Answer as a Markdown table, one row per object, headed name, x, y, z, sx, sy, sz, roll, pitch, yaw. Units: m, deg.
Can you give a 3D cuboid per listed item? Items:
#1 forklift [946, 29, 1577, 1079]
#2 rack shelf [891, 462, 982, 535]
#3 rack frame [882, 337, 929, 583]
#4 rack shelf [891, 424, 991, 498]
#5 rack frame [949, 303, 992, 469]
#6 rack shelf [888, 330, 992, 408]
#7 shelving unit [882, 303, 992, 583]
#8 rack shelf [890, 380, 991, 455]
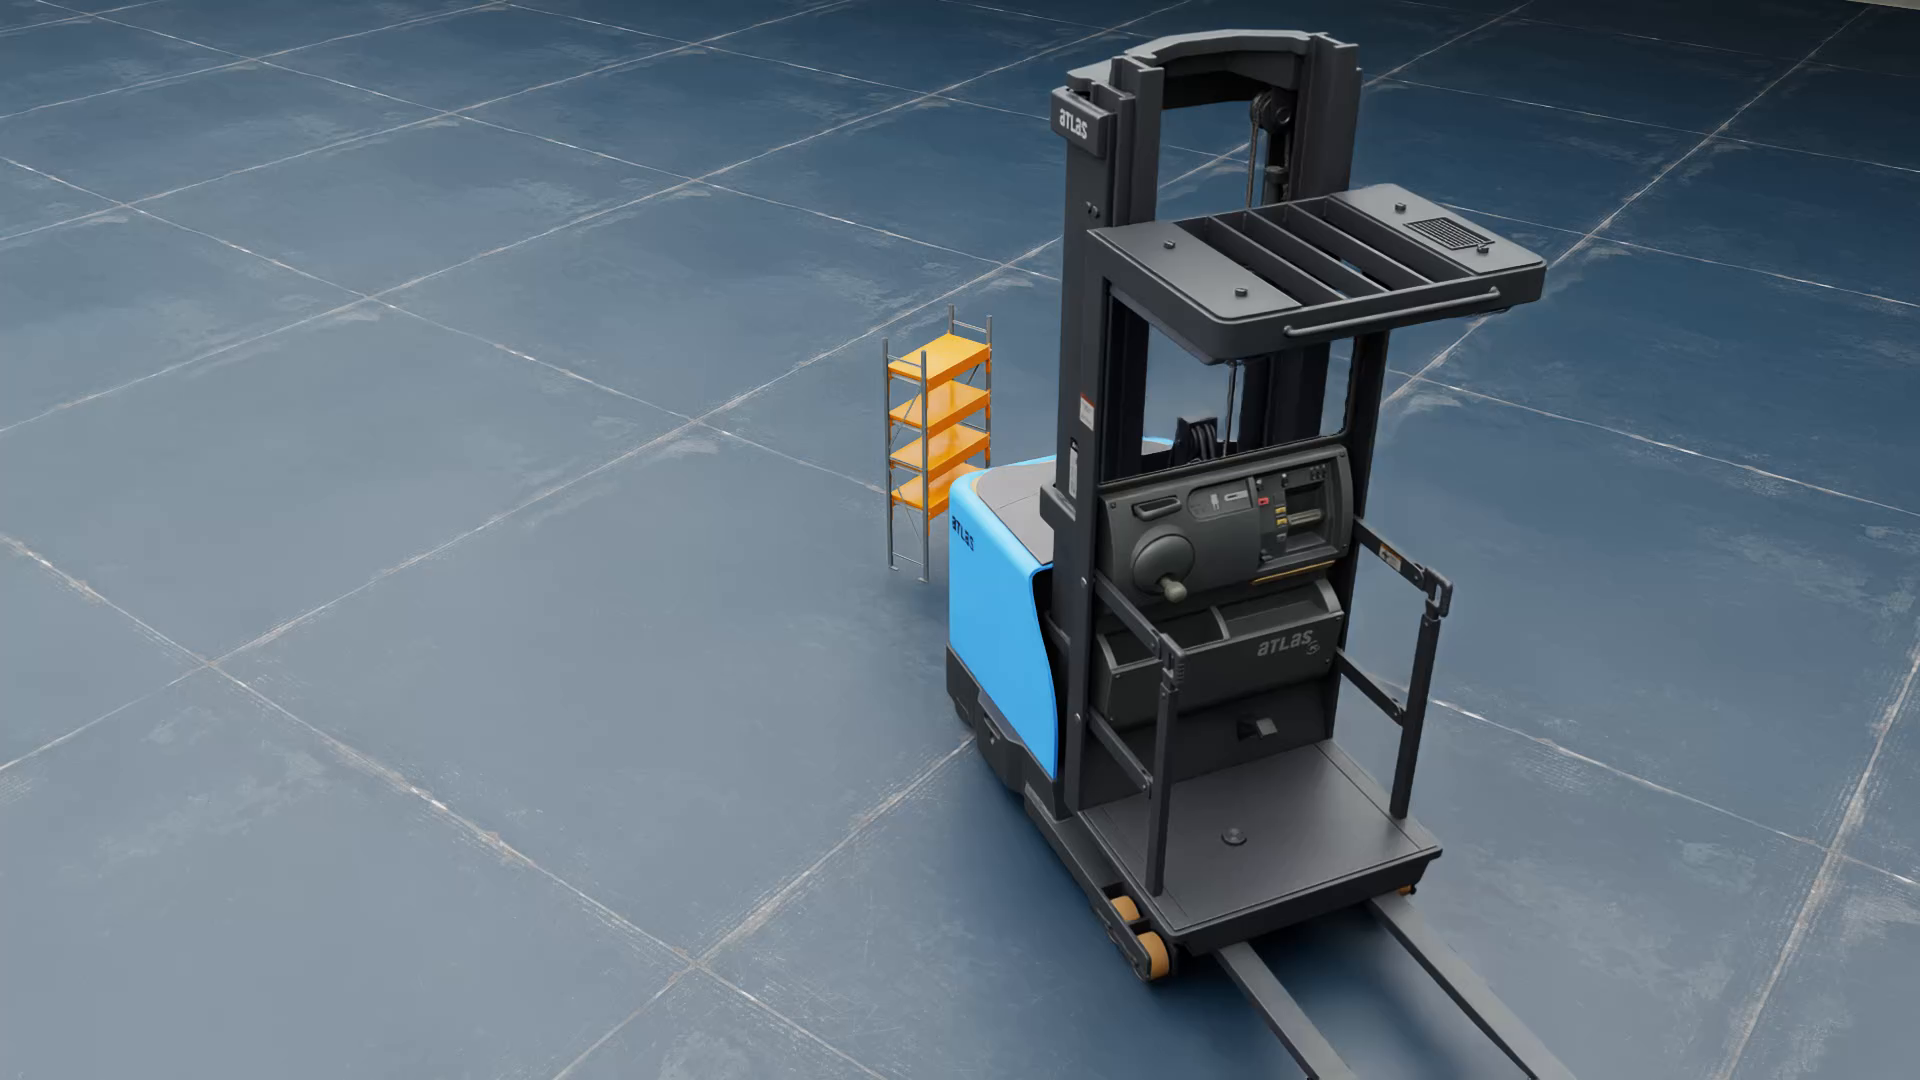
| name | x | y | z | sx | sy | sz | roll | pitch | yaw |
| --- | --- | --- | --- | --- | --- | --- | --- | --- | --- |
| forklift | 0.993 | -0.001 | 5.376 | 1.130 | 2.935 | 3.031 | -13 | 33 | -20 |
| rack shelf | -0.100 | -0.220 | 7.966 | 0.258 | 0.148 | 0.480 | 21 | 37 | 31 |
| rack frame | -0.247 | -0.350 | 7.663 | 0.240 | 1.200 | 0.015 | 21 | 37 | 31 |
| rack shelf | -0.100 | -0.391 | 7.865 | 0.258 | 0.148 | 0.480 | 21 | 37 | 31 |
| rack frame | 0.047 | -0.548 | 7.998 | 0.240 | 1.200 | 0.015 | 21 | 37 | 31 |
| rack shelf | -0.100 | -0.787 | 7.630 | 0.258 | 0.148 | 0.480 | 21 | 37 | 31 |
| shelving unit | -0.100 | -0.449 | 7.831 | 0.258 | 1.200 | 0.503 | 21 | 37 | 31 |
| rack shelf | -0.100 | -0.583 | 7.751 | 0.258 | 0.148 | 0.480 | 21 | 37 | 31 |
